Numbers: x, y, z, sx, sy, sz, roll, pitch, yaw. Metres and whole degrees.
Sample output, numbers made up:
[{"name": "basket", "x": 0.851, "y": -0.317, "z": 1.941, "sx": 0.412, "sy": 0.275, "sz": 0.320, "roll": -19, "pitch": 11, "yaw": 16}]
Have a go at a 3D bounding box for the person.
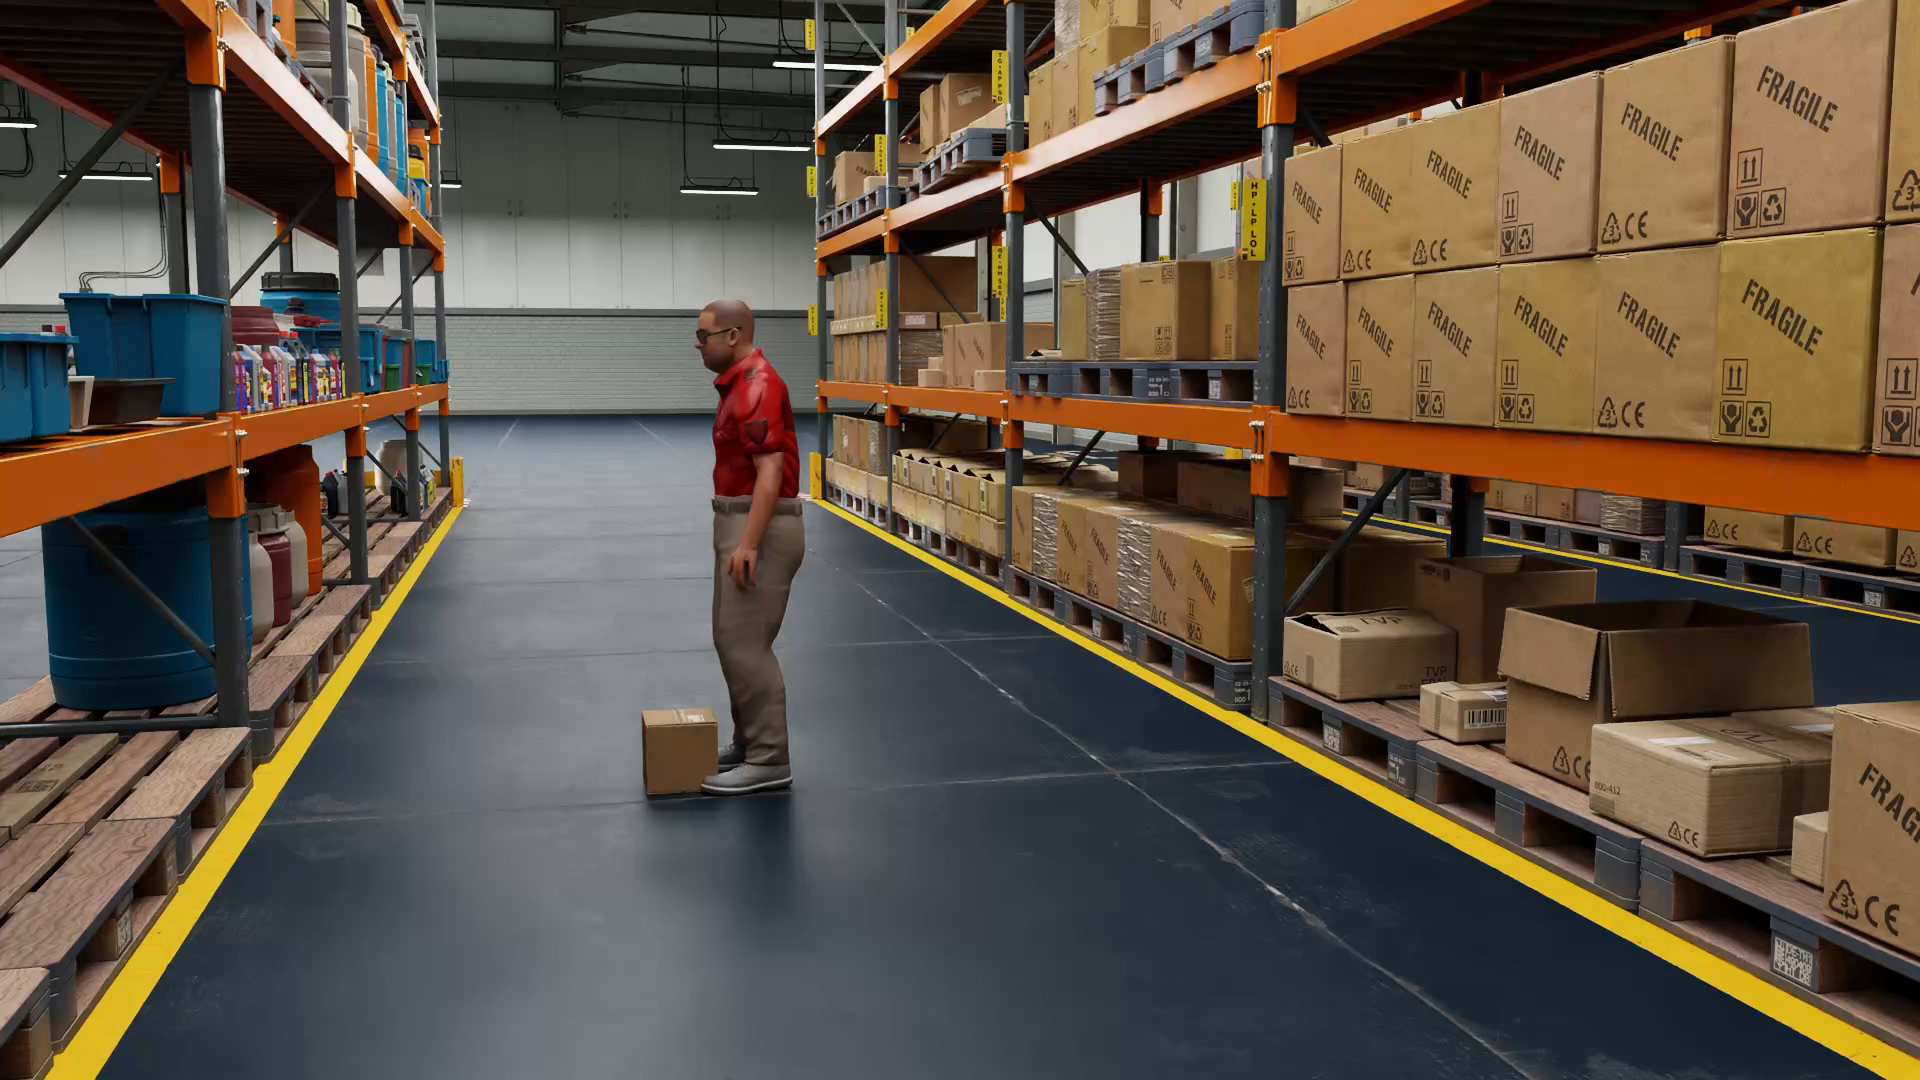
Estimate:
[{"name": "person", "x": -0.763, "y": 0.009, "z": 5.925, "sx": 0.380, "sy": 1.727, "sz": 0.585, "roll": -2, "pitch": 6, "yaw": -14}]
